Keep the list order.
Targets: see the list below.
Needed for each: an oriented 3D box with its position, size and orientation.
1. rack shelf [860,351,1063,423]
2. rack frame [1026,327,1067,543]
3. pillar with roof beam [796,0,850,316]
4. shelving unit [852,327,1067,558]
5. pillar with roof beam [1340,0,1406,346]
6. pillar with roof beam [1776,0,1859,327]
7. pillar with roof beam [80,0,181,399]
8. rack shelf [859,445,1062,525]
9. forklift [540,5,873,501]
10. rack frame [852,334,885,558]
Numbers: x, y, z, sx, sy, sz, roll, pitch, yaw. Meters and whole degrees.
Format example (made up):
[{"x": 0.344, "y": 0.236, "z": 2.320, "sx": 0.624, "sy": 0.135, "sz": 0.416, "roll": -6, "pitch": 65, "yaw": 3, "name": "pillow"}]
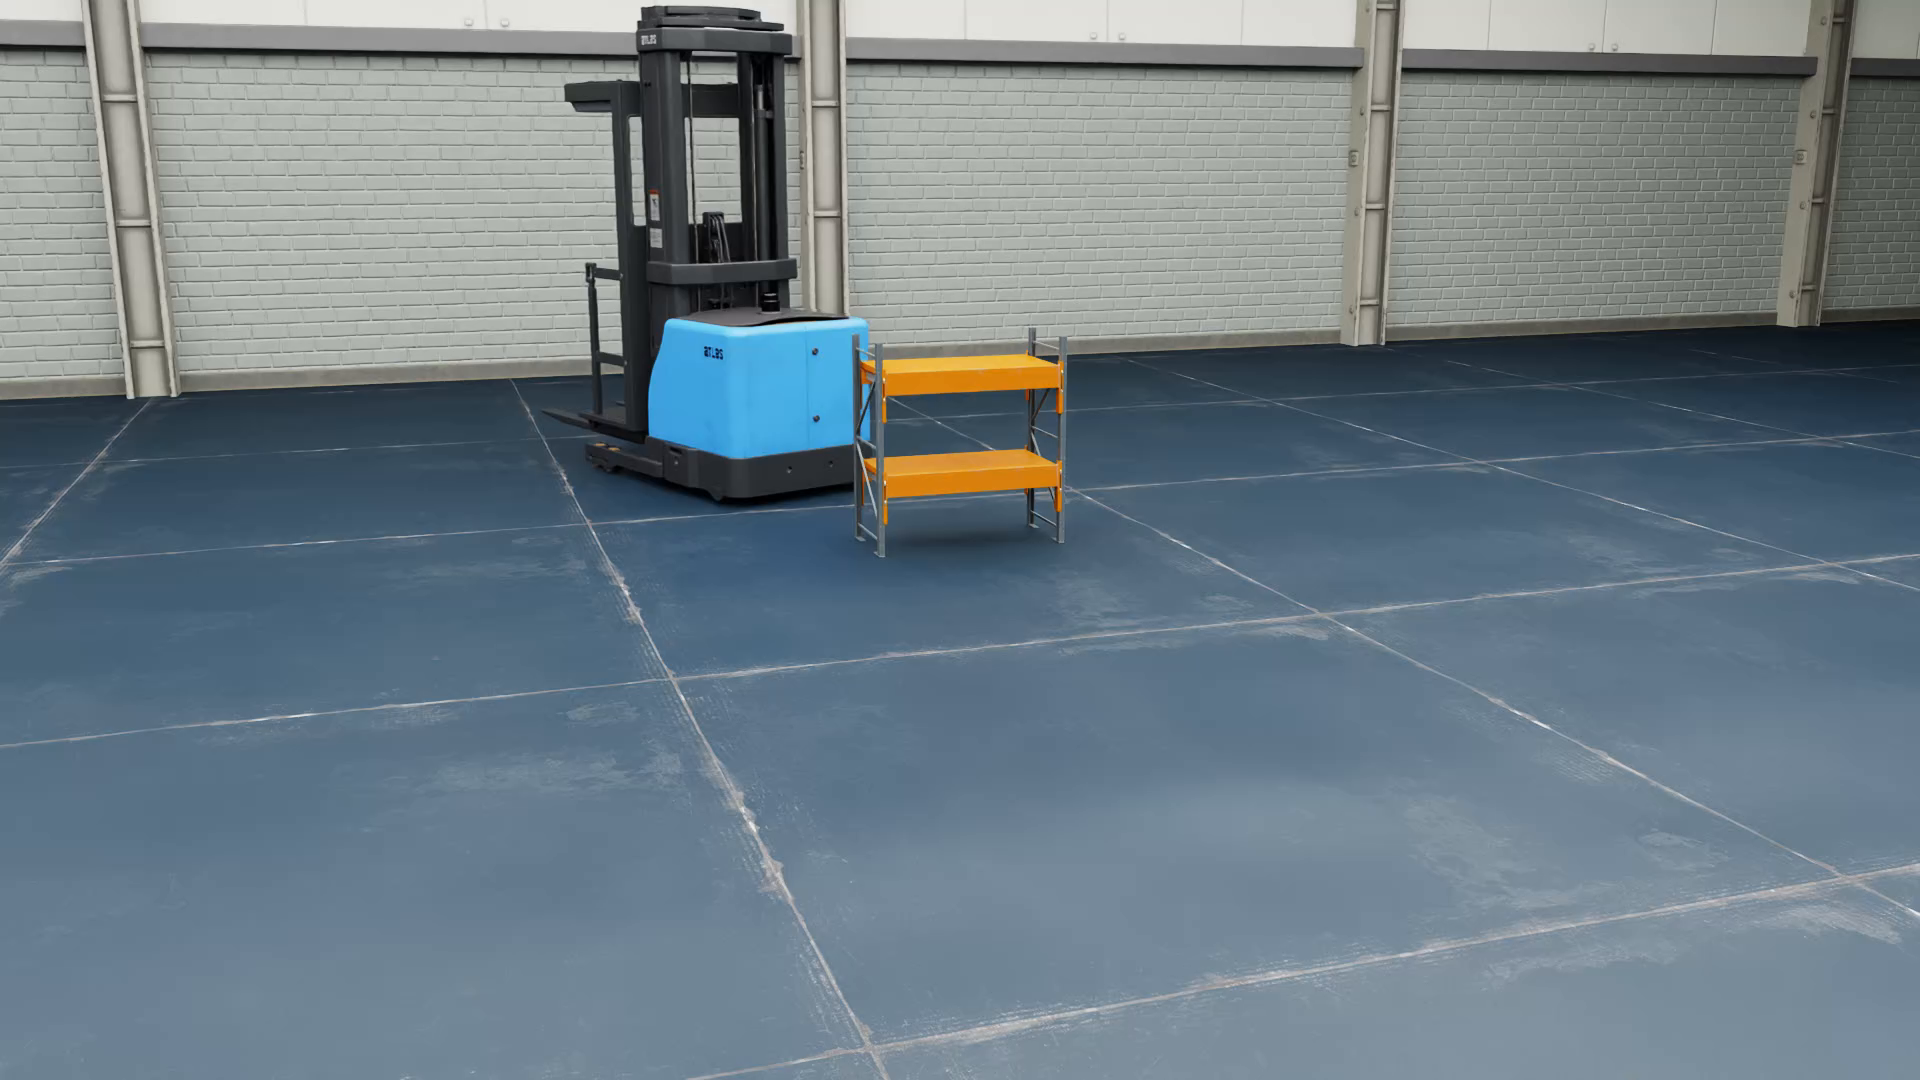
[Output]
[{"x": -0.006, "y": -0.831, "z": 8.943, "sx": 1.000, "sy": 0.278, "sz": 0.538, "roll": -4, "pitch": 14, "yaw": -18, "name": "rack shelf"}, {"x": 0.475, "y": -0.584, "z": 9.168, "sx": 0.032, "sy": 1.125, "sz": 0.500, "roll": -4, "pitch": 14, "yaw": -18, "name": "rack frame"}, {"x": 0.073, "y": -5.133, "z": 11.276, "sx": 0.400, "sy": 9.000, "sz": 9.100, "roll": -4, "pitch": 14, "yaw": -18, "name": "pillar with roof beam"}, {"x": -0.006, "y": -0.547, "z": 9.011, "sx": 1.048, "sy": 1.125, "sz": 0.538, "roll": -4, "pitch": 14, "yaw": -18, "name": "shelving unit"}, {"x": 5.759, "y": -5.576, "z": 13.138, "sx": 0.400, "sy": 9.000, "sz": 9.100, "roll": -4, "pitch": 14, "yaw": -18, "name": "pillar with roof beam"}, {"x": 11.446, "y": -6.019, "z": 15.000, "sx": 0.400, "sy": 9.000, "sz": 9.100, "roll": -4, "pitch": 14, "yaw": -18, "name": "pillar with roof beam"}, {"x": -5.614, "y": -4.690, "z": 9.415, "sx": 0.400, "sy": 9.000, "sz": 9.100, "roll": -4, "pitch": 14, "yaw": -18, "name": "pillar with roof beam"}, {"x": -0.006, "y": -0.309, "z": 9.067, "sx": 1.000, "sy": 0.278, "sz": 0.538, "roll": -4, "pitch": 14, "yaw": -18, "name": "rack shelf"}, {"x": -1.866, "y": -1.941, "z": 10.970, "sx": 1.130, "sy": 2.935, "sz": 3.031, "roll": -11, "pitch": 17, "yaw": -38, "name": "forklift"}, {"x": -0.488, "y": -0.509, "z": 8.853, "sx": 0.032, "sy": 1.125, "sz": 0.500, "roll": -4, "pitch": 14, "yaw": -18, "name": "rack frame"}]
